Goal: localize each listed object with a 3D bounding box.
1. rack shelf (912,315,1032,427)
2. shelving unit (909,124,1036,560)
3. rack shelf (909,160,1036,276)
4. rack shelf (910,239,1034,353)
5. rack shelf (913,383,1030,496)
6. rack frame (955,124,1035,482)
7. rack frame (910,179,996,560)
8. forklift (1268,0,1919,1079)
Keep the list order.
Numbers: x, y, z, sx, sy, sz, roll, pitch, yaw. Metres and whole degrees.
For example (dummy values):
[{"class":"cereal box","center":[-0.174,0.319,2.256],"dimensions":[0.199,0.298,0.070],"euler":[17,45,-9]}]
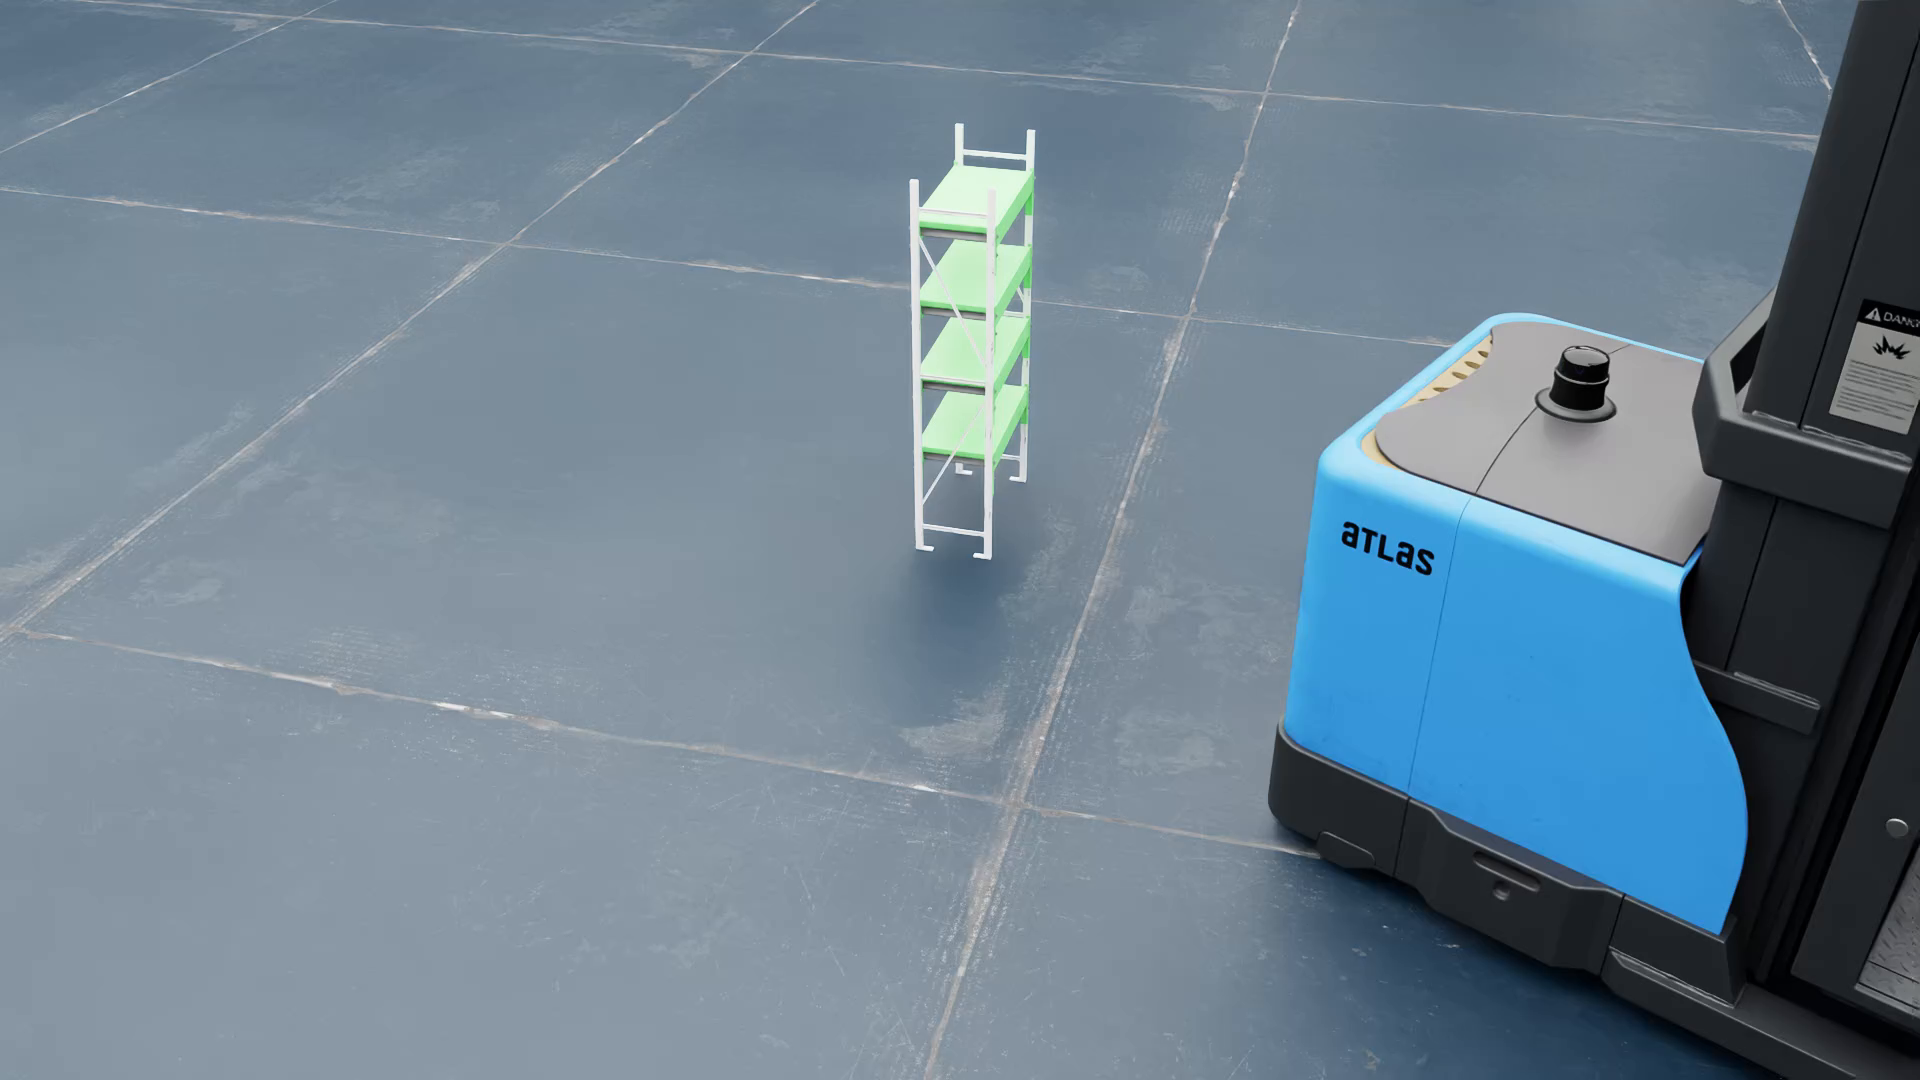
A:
[{"class":"rack shelf","center":[0.042,-0.538,5.098],"dimensions":[0.258,0.148,0.480],"euler":[8,33,12]},{"class":"shelving unit","center":[0.042,-0.592,5.063],"dimensions":[0.258,1.200,0.503],"euler":[8,33,12]},{"class":"rack shelf","center":[0.042,-0.943,4.840],"dimensions":[0.258,0.148,0.480],"euler":[8,33,12]},{"class":"rack shelf","center":[0.042,-0.741,4.969],"dimensions":[0.258,0.148,0.480],"euler":[8,33,12]},{"class":"rack shelf","center":[0.042,-0.336,5.226],"dimensions":[0.258,0.148,0.480],"euler":[8,33,12]},{"class":"rack frame","center":[0.104,-0.719,5.262],"dimensions":[0.240,1.200,0.015],"euler":[8,33,12]},{"class":"rack frame","center":[-0.020,-0.466,4.864],"dimensions":[0.240,1.200,0.015],"euler":[8,33,12]},{"class":"forklift","center":[2.224,-0.227,2.875],"dimensions":[3.031,2.935,1.130],"euler":[23,39,32]}]
